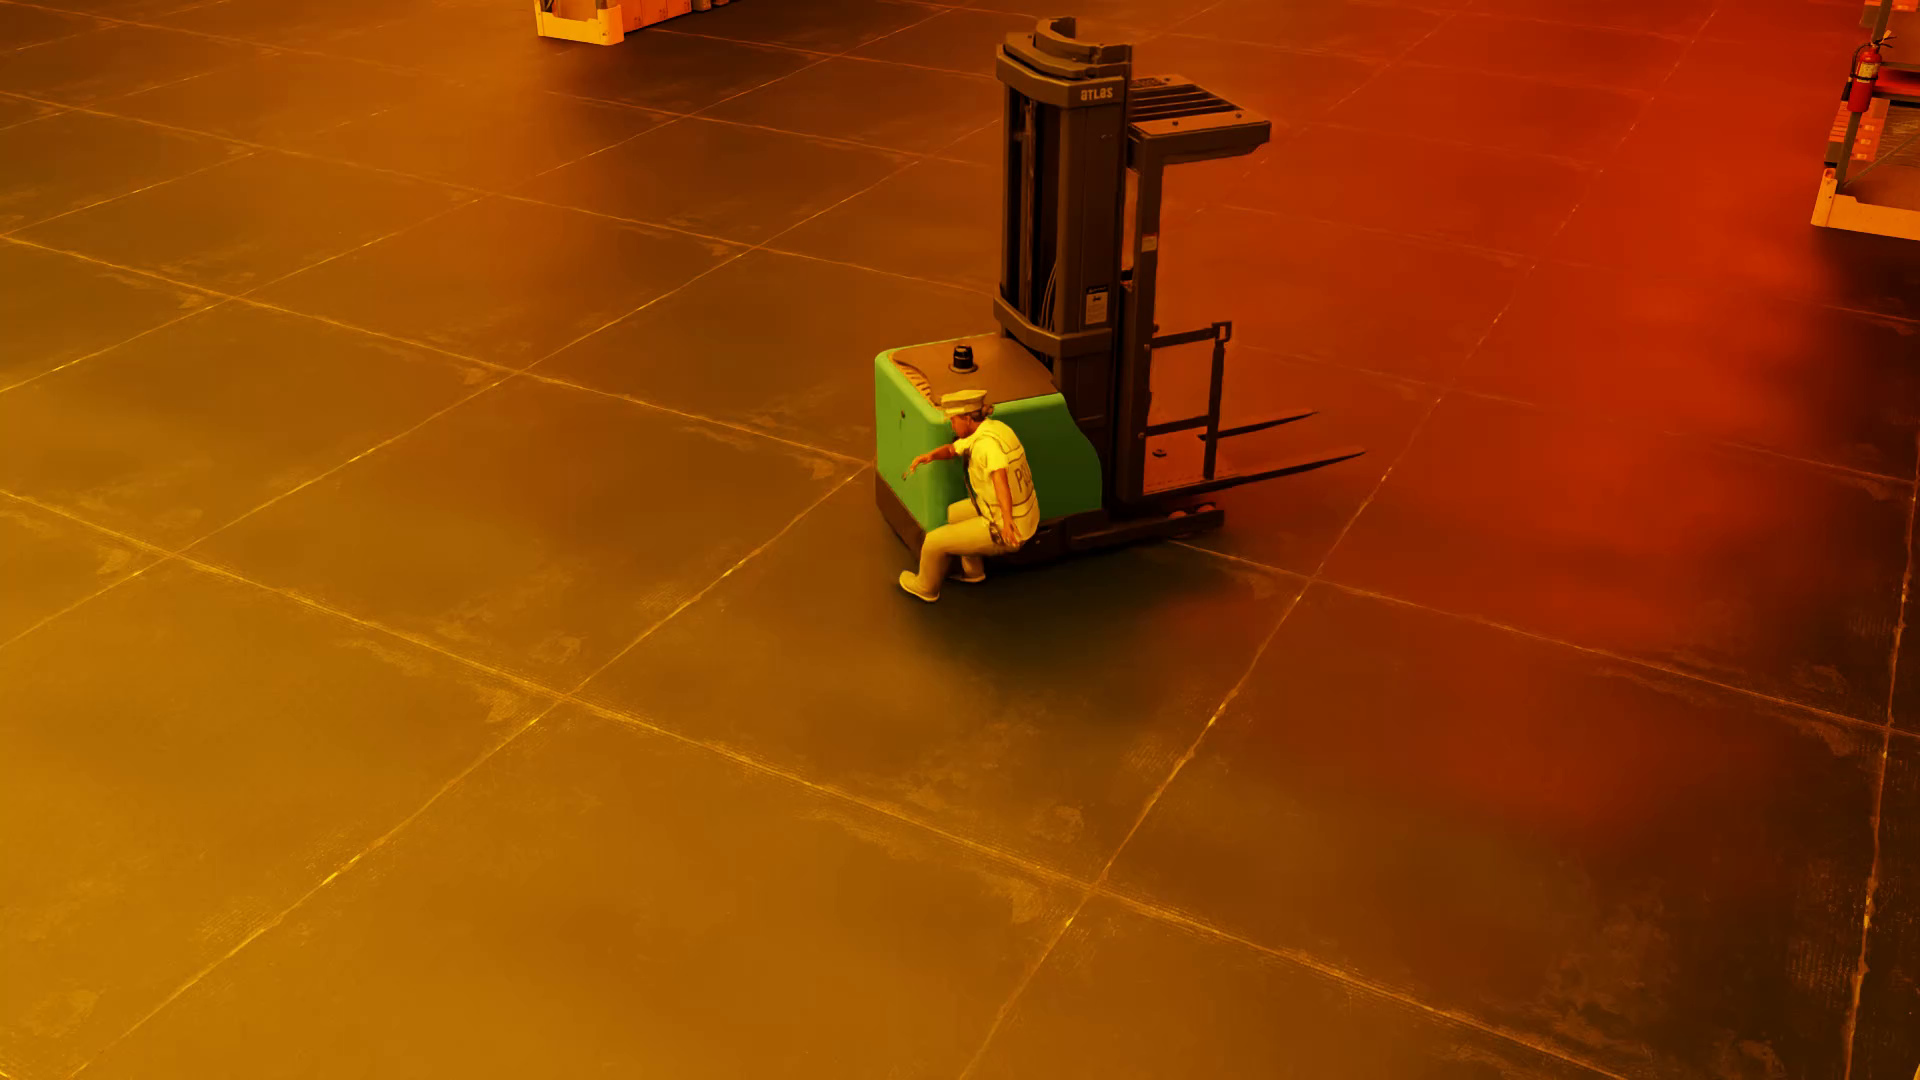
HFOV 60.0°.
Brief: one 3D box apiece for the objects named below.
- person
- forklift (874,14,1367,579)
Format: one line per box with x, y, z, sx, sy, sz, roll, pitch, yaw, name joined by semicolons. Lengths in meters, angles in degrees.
0.010;-0.100;8.880;0.895;1.383;1.125;8;31;13;person
1.052;-1.509;9.685;3.031;2.935;1.130;-12;32;-19;forklift
